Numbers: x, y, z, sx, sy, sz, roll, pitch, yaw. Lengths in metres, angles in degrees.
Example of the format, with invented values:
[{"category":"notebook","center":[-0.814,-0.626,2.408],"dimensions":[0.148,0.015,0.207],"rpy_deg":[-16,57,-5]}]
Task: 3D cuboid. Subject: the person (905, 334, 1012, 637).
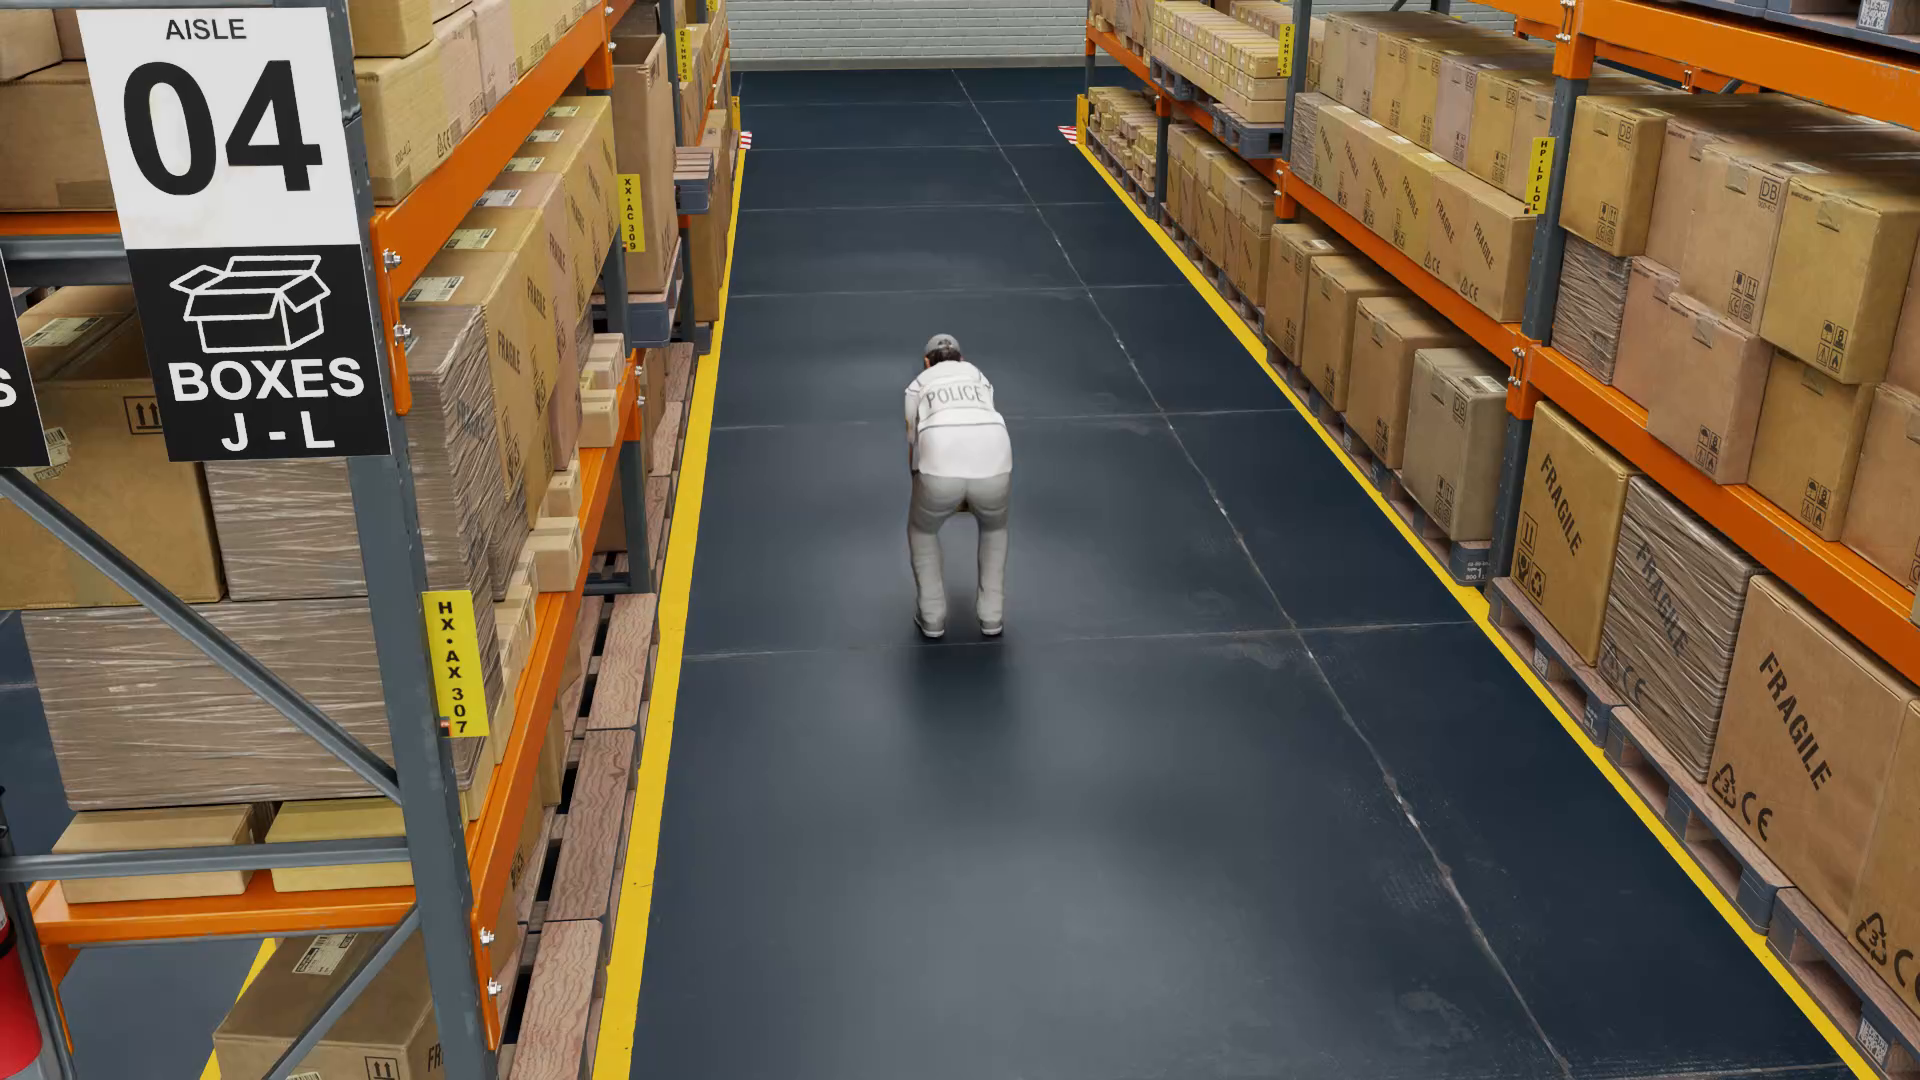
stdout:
[{"category":"person","center":[-0.023,-0.248,7.671],"dimensions":[0.473,1.257,0.870],"rpy_deg":[-3,24,-7]}]
